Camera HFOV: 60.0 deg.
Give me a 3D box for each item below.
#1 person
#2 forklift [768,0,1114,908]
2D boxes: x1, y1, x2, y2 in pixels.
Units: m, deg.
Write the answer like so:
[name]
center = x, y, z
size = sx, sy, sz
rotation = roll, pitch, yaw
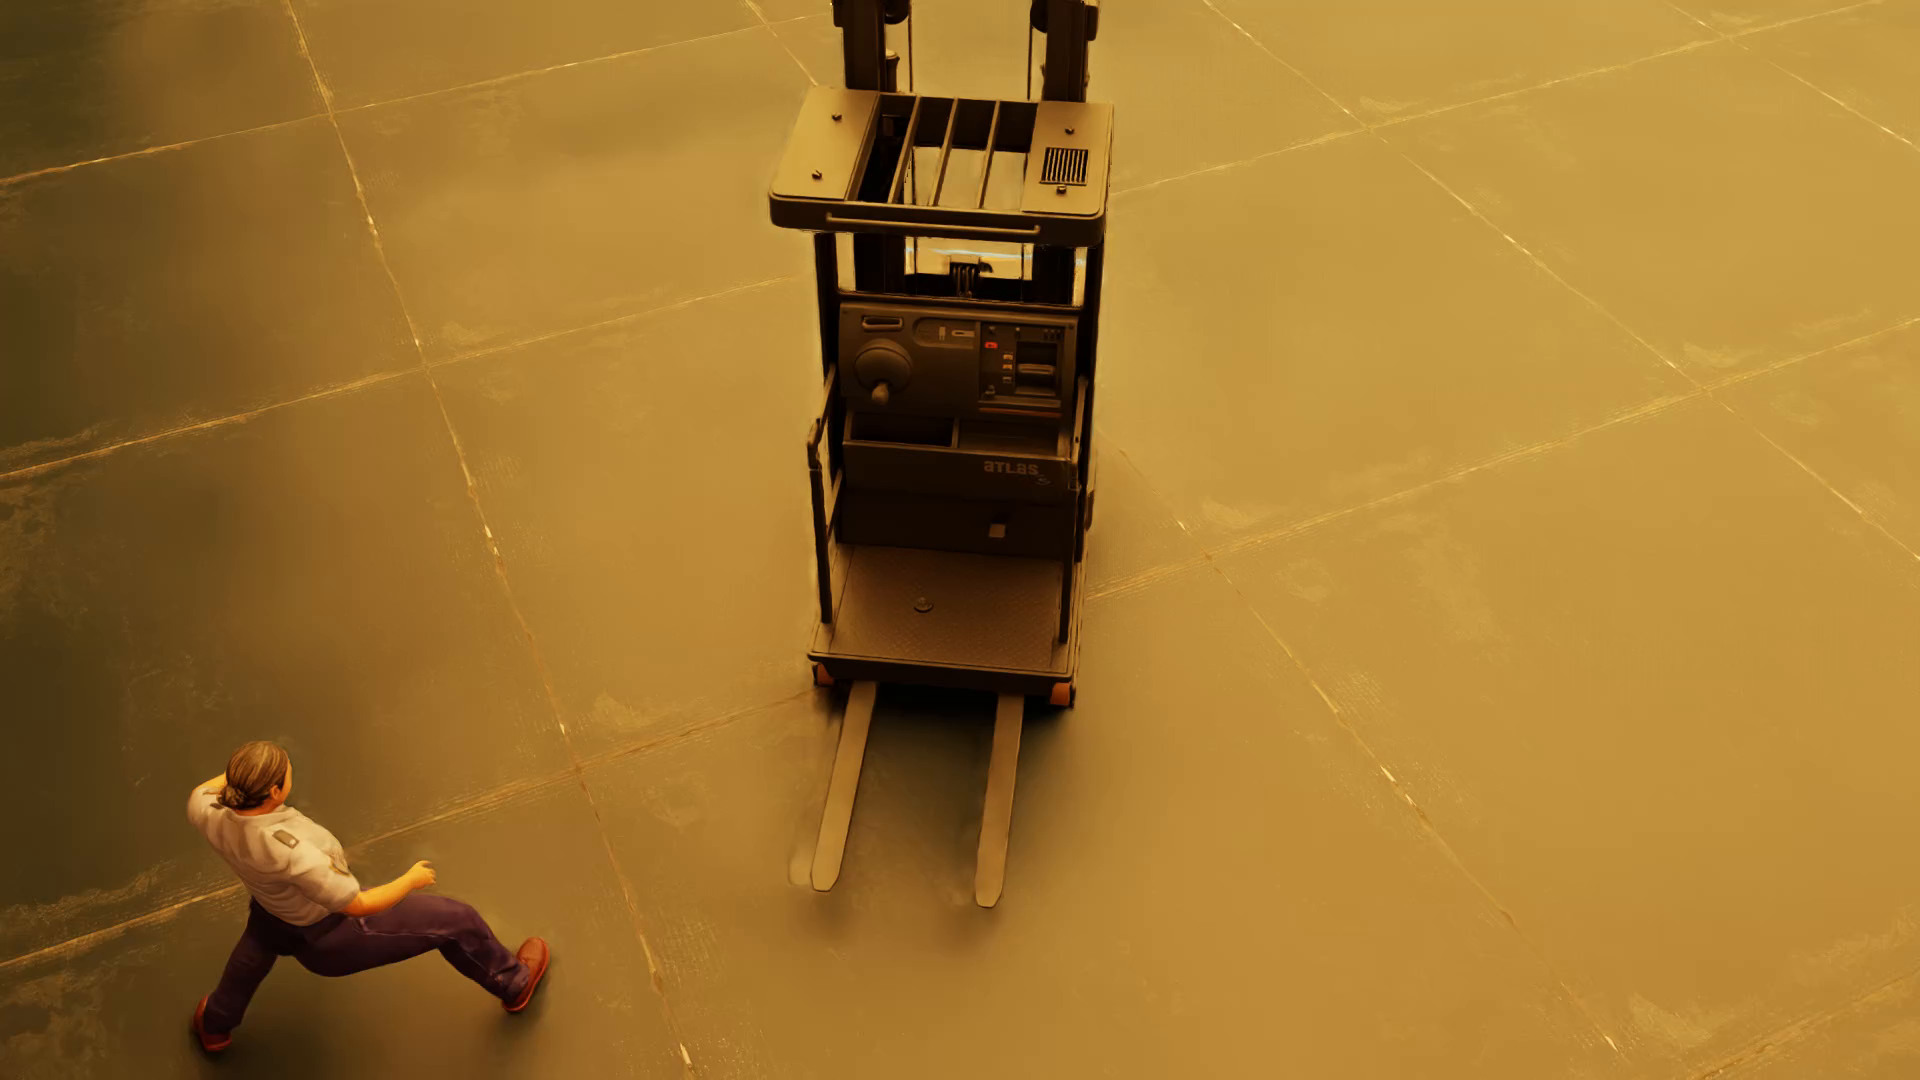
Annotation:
[person]
center = -2.135, 1.135, 5.564
size = 1.058, 1.502, 0.939
rotation = 21, 47, 21
[forklift]
center = -0.034, -0.620, 6.344
size = 1.130, 2.935, 3.031
rotation = 5, 43, 5
